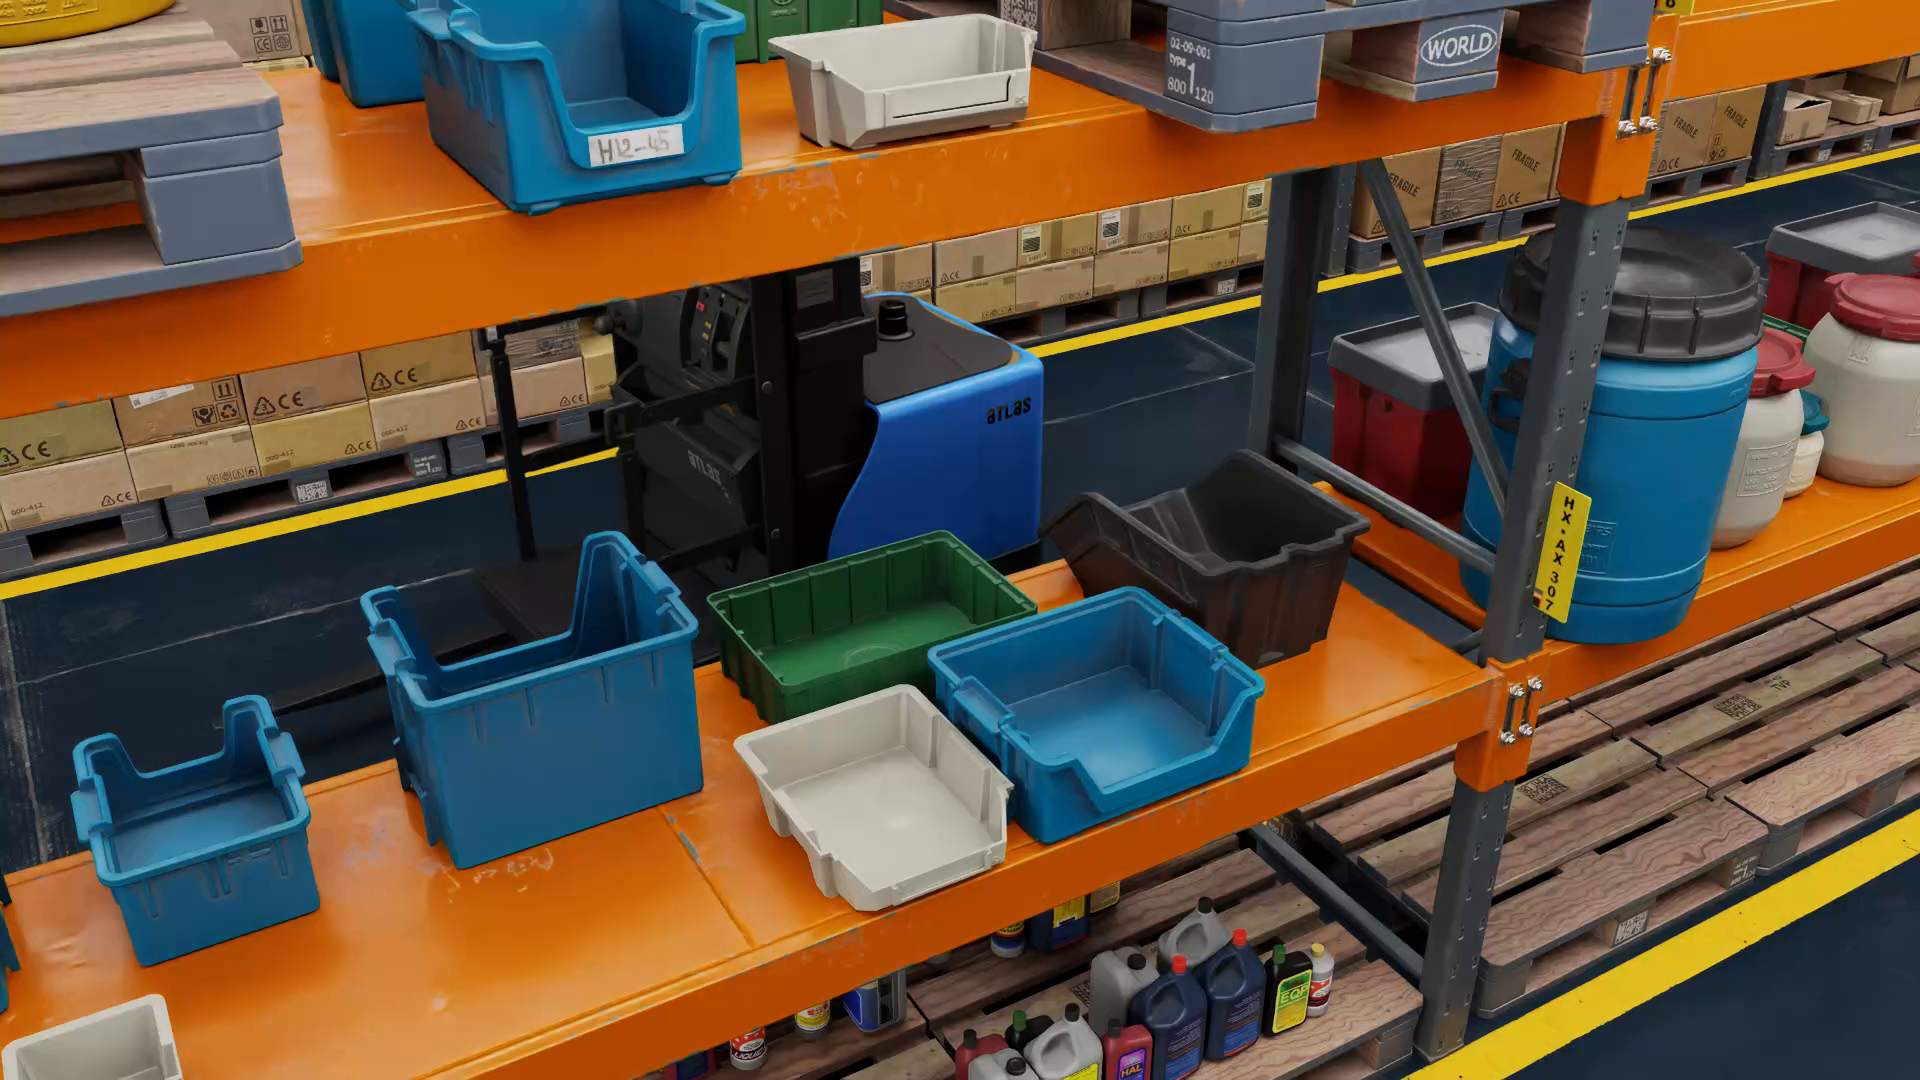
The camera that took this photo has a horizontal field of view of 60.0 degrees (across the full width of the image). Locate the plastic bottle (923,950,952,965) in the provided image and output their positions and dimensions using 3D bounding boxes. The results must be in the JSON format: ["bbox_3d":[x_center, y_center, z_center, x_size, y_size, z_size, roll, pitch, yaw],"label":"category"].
[{"bbox_3d":[-0.072,1.044,4.622,0.097,0.271,0.097,0,29,0],"label":"plastic bottle"}]

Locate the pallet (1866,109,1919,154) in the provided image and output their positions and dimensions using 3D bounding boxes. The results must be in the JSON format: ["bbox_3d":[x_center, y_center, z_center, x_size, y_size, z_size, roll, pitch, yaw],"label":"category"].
[{"bbox_3d":[7.142,-3.350,13.103,1.213,0.211,1.003,-16,33,-26],"label":"pallet"}]

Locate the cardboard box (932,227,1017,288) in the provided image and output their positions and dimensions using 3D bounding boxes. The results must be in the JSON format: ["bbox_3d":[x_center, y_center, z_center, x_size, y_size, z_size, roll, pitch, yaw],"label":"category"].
[{"bbox_3d":[-0.039,-1.615,8.903,0.500,0.311,0.500,-17,33,-28],"label":"cardboard box"}]

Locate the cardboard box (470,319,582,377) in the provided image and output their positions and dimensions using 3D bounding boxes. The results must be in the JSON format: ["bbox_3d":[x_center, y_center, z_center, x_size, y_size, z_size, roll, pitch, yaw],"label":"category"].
[{"bbox_3d":[-2.127,-1.131,7.830,0.500,0.500,0.500,-16,33,-26],"label":"cardboard box"}]

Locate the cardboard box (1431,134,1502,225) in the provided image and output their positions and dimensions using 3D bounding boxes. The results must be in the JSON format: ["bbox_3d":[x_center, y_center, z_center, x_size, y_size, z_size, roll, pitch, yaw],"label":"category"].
[{"bbox_3d":[3.033,-2.345,10.526,0.500,0.500,0.500,-17,33,-28],"label":"cardboard box"}]

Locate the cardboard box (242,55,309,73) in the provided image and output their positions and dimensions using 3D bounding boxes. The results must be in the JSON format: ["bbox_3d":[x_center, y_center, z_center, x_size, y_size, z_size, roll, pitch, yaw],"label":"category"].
[{"bbox_3d":[-2.850,-1.940,6.886,0.250,0.149,0.380,-15,32,-25],"label":"cardboard box"}]

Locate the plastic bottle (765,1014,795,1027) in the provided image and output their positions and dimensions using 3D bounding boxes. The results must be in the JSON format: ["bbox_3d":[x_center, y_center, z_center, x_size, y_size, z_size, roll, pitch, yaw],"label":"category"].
[{"bbox_3d":[-0.491,1.107,4.425,0.185,0.351,0.144,-14,32,-24],"label":"plastic bottle"}]

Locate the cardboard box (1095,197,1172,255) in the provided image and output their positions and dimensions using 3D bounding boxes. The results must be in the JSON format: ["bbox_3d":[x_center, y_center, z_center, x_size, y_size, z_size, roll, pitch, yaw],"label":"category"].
[{"bbox_3d":[0.839,-1.866,9.358,0.500,0.311,0.500,-16,33,-27],"label":"cardboard box"}]

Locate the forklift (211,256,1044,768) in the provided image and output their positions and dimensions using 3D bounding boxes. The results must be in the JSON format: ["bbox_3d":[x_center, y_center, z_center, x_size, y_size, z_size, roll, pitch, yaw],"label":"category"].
[{"bbox_3d":[-1.147,-0.785,5.638,3.031,2.935,1.130,-20,35,-32],"label":"forklift"}]

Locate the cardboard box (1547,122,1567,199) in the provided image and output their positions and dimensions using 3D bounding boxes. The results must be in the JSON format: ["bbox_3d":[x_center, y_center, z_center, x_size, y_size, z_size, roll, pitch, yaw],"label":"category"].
[{"bbox_3d":[3.916,-2.596,10.980,0.500,0.500,0.500,-17,33,-28],"label":"cardboard box"}]

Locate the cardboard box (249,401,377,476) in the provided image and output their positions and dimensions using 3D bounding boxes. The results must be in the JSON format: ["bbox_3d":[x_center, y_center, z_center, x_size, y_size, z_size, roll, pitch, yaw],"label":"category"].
[{"bbox_3d":[-2.981,-0.551,7.555,0.500,0.250,0.500,-16,33,-26],"label":"cardboard box"}]

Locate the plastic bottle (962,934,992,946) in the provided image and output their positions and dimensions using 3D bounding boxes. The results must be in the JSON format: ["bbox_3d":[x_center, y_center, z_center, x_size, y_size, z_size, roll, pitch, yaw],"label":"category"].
[{"bbox_3d":[0.036,0.958,4.696,0.185,0.351,0.144,-17,33,-28],"label":"plastic bottle"}]

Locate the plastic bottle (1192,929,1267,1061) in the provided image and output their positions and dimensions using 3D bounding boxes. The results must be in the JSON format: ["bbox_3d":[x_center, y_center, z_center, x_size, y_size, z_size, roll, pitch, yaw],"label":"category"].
[{"bbox_3d":[0.696,1.165,4.322,0.185,0.351,0.144,-17,33,-28],"label":"plastic bottle"}]

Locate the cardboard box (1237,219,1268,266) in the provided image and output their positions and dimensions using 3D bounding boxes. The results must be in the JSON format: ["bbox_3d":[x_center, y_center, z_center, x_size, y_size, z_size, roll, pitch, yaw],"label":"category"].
[{"bbox_3d":[1.718,-1.873,9.951,0.500,0.250,0.500,-15,32,-25],"label":"cardboard box"}]

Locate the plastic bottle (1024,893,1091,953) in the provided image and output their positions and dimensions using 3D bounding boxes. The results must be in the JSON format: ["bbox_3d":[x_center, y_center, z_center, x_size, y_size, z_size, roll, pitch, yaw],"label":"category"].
[{"bbox_3d":[0.272,0.972,4.671,0.185,0.351,0.144,-16,33,-26],"label":"plastic bottle"}]

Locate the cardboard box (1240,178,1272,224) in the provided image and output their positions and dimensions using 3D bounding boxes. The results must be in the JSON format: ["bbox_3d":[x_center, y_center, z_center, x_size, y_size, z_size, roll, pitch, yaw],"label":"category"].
[{"bbox_3d":[1.721,-2.119,9.815,0.500,0.311,0.500,-15,32,-25],"label":"cardboard box"}]

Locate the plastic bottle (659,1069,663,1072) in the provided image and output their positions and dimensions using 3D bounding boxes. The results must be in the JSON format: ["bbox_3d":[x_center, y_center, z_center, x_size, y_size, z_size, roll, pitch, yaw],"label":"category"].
[{"bbox_3d":[-0.751,1.216,4.305,0.135,0.276,0.152,-16,33,-26],"label":"plastic bottle"}]

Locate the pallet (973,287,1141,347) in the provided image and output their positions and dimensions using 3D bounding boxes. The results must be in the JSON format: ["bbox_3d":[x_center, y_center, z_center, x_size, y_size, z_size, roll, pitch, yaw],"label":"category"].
[{"bbox_3d":[0.267,-1.421,9.607,1.213,0.211,1.003,-16,33,-26],"label":"pallet"}]

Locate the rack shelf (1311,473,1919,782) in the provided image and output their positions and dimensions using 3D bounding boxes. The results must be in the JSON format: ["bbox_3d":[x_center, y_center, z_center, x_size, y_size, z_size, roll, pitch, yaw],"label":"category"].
[{"bbox_3d":[2.830,-0.255,5.352,4.000,0.370,1.077,-16,33,-26],"label":"rack shelf"}]

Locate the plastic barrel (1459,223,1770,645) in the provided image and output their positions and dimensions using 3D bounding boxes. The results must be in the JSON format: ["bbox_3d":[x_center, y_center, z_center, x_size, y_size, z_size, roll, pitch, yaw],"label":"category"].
[{"bbox_3d":[1.592,-0.268,4.113,0.708,0.901,0.600,-16,33,-26],"label":"plastic barrel"}]

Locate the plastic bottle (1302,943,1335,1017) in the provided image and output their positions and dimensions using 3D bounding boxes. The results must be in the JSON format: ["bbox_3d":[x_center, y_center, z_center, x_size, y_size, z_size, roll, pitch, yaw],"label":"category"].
[{"bbox_3d":[0.950,1.171,4.465,0.097,0.201,0.097,0,29,0],"label":"plastic bottle"}]

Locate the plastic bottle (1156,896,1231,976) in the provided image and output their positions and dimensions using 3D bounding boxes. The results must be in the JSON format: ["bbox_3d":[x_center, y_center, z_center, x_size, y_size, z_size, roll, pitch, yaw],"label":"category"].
[{"bbox_3d":[0.623,1.104,4.430,0.185,0.351,0.144,-16,33,-26],"label":"plastic bottle"}]

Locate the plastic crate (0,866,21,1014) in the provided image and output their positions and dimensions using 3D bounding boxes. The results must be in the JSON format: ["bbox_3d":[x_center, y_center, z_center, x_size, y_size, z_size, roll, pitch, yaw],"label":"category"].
[{"bbox_3d":[-2.064,0.717,3.001,0.616,0.251,0.499,-16,33,-26],"label":"plastic crate"}]

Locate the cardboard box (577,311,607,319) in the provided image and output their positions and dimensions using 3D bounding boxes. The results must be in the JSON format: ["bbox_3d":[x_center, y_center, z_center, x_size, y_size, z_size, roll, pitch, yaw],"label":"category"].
[{"bbox_3d":[-1.954,-1.138,8.618,0.500,0.250,0.500,-16,33,-26],"label":"cardboard box"}]

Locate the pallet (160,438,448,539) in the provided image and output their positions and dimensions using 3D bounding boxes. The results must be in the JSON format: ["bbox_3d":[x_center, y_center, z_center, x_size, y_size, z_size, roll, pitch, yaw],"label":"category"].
[{"bbox_3d":[-3.161,-0.446,7.840,1.213,0.211,1.003,-16,33,-26],"label":"pallet"}]

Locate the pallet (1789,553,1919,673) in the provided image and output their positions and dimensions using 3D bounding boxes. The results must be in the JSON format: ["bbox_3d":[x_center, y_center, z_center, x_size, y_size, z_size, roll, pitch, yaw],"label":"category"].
[{"bbox_3d":[3.866,0.335,6.425,1.213,0.211,1.003,-16,33,-26],"label":"pallet"}]

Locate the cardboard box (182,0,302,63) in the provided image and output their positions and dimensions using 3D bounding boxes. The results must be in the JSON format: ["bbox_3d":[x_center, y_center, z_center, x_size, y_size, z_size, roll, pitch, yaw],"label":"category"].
[{"bbox_3d":[-3.078,-2.277,6.825,0.500,0.500,0.700,-16,33,-26],"label":"cardboard box"}]

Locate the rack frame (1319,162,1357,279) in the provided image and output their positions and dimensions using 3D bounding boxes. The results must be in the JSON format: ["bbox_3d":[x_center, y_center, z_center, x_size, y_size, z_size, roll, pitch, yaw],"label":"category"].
[{"bbox_3d":[2.048,-3.124,9.806,0.127,3.000,1.000,-16,33,-26],"label":"rack frame"}]

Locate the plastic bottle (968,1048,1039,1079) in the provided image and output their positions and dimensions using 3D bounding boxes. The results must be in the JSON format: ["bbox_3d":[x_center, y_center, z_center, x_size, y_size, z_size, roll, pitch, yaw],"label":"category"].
[{"bbox_3d":[0.110,1.361,4.042,0.135,0.276,0.152,-15,32,-25],"label":"plastic bottle"}]

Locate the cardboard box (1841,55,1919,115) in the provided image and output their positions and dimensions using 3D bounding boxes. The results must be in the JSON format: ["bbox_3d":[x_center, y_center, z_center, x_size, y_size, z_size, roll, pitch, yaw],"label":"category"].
[{"bbox_3d":[7.114,-3.665,12.914,0.637,0.503,0.797,-16,33,-26],"label":"cardboard box"}]

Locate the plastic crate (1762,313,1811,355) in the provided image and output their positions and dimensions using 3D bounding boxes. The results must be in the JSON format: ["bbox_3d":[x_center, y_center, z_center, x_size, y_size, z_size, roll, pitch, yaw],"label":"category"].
[{"bbox_3d":[2.464,-0.531,5.328,0.662,0.188,0.450,-16,33,-26],"label":"plastic crate"}]

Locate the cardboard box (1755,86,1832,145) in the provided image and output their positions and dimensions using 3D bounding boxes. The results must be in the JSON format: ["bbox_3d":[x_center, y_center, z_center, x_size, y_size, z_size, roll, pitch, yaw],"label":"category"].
[{"bbox_3d":[5.968,-3.131,12.147,0.500,0.311,0.500,-16,33,-26],"label":"cardboard box"}]

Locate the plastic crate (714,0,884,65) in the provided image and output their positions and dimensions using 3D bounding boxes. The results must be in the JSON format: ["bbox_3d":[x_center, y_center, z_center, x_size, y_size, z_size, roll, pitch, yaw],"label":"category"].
[{"bbox_3d":[-0.393,-1.028,3.123,0.450,0.188,0.336,-16,33,-26],"label":"plastic crate"}]

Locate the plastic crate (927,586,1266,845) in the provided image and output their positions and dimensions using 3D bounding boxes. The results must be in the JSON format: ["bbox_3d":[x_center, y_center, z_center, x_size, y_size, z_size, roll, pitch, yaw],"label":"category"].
[{"bbox_3d":[0.289,0.369,3.631,0.616,0.251,0.499,-16,33,-26],"label":"plastic crate"}]

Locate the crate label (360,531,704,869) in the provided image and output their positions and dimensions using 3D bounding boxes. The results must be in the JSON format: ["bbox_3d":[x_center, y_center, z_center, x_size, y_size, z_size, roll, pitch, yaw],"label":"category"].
[{"bbox_3d":[-0.894,0.320,3.529,0.616,0.435,0.502,-16,33,-26],"label":"crate label"}]

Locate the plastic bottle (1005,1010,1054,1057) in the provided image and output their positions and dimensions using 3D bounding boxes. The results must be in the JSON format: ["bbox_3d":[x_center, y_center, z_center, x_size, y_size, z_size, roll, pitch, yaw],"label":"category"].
[{"bbox_3d":[0.178,1.284,4.176,0.133,0.283,0.061,-16,33,-26],"label":"plastic bottle"}]

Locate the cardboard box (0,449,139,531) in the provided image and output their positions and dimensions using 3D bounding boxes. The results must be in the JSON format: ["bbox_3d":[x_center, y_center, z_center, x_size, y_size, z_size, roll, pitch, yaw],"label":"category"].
[{"bbox_3d":[-3.845,-0.308,7.115,0.500,0.250,0.500,-16,33,-26],"label":"cardboard box"}]

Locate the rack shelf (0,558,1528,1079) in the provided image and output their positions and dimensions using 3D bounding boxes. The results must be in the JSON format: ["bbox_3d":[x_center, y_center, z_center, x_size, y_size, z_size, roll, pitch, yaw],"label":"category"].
[{"bbox_3d":[-0.619,0.724,3.578,4.000,0.370,1.077,-16,33,-26],"label":"rack shelf"}]

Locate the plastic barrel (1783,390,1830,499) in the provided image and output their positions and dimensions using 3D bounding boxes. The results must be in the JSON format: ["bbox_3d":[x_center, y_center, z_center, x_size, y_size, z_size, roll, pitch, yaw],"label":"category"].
[{"bbox_3d":[2.324,-0.280,4.796,0.301,0.262,0.301,0,29,0],"label":"plastic barrel"}]

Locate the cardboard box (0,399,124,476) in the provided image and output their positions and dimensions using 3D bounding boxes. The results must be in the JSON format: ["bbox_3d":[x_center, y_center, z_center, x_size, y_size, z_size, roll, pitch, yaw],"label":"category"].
[{"bbox_3d":[-3.845,-0.636,6.932,0.500,0.500,0.500,-16,33,-26],"label":"cardboard box"}]

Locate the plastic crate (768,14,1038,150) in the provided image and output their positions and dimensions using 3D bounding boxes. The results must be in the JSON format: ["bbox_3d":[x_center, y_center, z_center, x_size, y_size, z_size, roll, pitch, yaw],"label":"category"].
[{"bbox_3d":[-0.074,-0.717,2.613,0.396,0.136,0.243,-16,33,-26],"label":"plastic crate"}]

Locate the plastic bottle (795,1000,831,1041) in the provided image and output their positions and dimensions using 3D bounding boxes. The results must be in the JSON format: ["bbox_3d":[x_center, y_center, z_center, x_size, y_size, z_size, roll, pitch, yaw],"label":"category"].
[{"bbox_3d":[-0.392,1.212,4.390,0.097,0.201,0.097,0,29,0],"label":"plastic bottle"}]

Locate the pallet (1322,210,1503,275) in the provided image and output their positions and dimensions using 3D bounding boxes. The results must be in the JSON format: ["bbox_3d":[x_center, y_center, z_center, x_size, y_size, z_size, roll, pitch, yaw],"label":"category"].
[{"bbox_3d":[2.711,-2.070,10.782,1.213,0.211,1.003,-16,33,-26],"label":"pallet"}]

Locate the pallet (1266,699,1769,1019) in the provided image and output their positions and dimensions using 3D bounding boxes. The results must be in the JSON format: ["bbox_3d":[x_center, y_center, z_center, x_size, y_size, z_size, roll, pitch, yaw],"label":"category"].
[{"bbox_3d":[1.763,0.932,5.343,1.213,0.211,1.003,-16,33,-26],"label":"pallet"}]

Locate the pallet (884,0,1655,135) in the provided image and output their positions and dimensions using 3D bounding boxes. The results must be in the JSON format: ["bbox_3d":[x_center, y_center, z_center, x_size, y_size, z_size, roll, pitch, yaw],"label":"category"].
[{"bbox_3d":[0.533,-1.094,3.218,1.003,0.211,1.213,-16,33,-26],"label":"pallet"}]

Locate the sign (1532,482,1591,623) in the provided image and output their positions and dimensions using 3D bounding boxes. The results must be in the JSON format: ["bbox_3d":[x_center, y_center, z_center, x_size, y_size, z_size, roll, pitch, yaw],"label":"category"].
[{"bbox_3d":[1.374,0.030,3.804,0.005,0.325,0.100,-16,33,-26],"label":"sign"}]

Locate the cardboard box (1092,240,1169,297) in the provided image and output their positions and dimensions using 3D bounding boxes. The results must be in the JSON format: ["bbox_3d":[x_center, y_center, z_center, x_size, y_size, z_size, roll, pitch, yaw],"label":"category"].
[{"bbox_3d":[0.840,-1.624,9.499,0.500,0.250,0.500,-15,32,-25],"label":"cardboard box"}]

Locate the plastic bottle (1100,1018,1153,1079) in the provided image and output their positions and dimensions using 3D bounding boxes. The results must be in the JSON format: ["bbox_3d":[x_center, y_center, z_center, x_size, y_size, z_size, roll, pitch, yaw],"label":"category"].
[{"bbox_3d":[0.411,1.298,4.149,0.133,0.283,0.061,-14,32,-23],"label":"plastic bottle"}]

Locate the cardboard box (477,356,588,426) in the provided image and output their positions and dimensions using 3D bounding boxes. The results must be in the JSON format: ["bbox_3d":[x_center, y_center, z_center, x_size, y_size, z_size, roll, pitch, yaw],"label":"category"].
[{"bbox_3d":[-2.126,-0.802,8.010,0.500,0.250,0.500,-16,33,-26],"label":"cardboard box"}]

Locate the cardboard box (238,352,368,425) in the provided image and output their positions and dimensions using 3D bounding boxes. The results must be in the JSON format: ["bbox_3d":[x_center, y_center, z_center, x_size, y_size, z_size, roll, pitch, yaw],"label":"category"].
[{"bbox_3d":[-2.980,-0.879,7.373,0.500,0.500,0.500,-16,33,-26],"label":"cardboard box"}]

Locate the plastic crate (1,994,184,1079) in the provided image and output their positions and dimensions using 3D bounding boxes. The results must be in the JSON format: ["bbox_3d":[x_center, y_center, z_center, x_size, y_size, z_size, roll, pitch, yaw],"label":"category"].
[{"bbox_3d":[-1.409,0.929,2.735,0.250,0.136,0.298,-16,33,-26],"label":"plastic crate"}]

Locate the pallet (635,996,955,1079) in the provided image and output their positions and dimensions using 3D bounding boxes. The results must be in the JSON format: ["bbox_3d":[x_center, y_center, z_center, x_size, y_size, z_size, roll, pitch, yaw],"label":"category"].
[{"bbox_3d":[-0.548,1.588,4.154,1.213,0.211,1.003,-16,33,-26],"label":"pallet"}]

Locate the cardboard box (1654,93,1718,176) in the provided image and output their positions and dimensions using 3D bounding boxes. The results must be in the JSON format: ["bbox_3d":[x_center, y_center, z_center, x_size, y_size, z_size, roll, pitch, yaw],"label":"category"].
[{"bbox_3d":[4.786,-2.844,11.430,0.500,0.500,0.500,-16,33,-26],"label":"cardboard box"}]

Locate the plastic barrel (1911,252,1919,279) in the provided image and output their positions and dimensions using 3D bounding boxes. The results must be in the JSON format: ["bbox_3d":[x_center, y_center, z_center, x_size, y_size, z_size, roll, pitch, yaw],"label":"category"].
[{"bbox_3d":[3.047,-0.568,5.034,0.433,0.535,0.433,0,29,0],"label":"plastic barrel"}]

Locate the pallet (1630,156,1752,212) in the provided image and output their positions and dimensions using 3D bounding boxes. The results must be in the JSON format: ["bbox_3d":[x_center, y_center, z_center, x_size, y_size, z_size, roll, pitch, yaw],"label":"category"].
[{"bbox_3d":[4.814,-2.667,11.865,1.213,0.211,1.003,-16,33,-26],"label":"pallet"}]

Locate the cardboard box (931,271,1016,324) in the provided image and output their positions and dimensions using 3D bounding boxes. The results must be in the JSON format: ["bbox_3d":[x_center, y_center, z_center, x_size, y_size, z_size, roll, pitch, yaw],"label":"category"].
[{"bbox_3d":[-0.041,-1.373,9.044,0.500,0.250,0.500,-17,33,-28],"label":"cardboard box"}]
